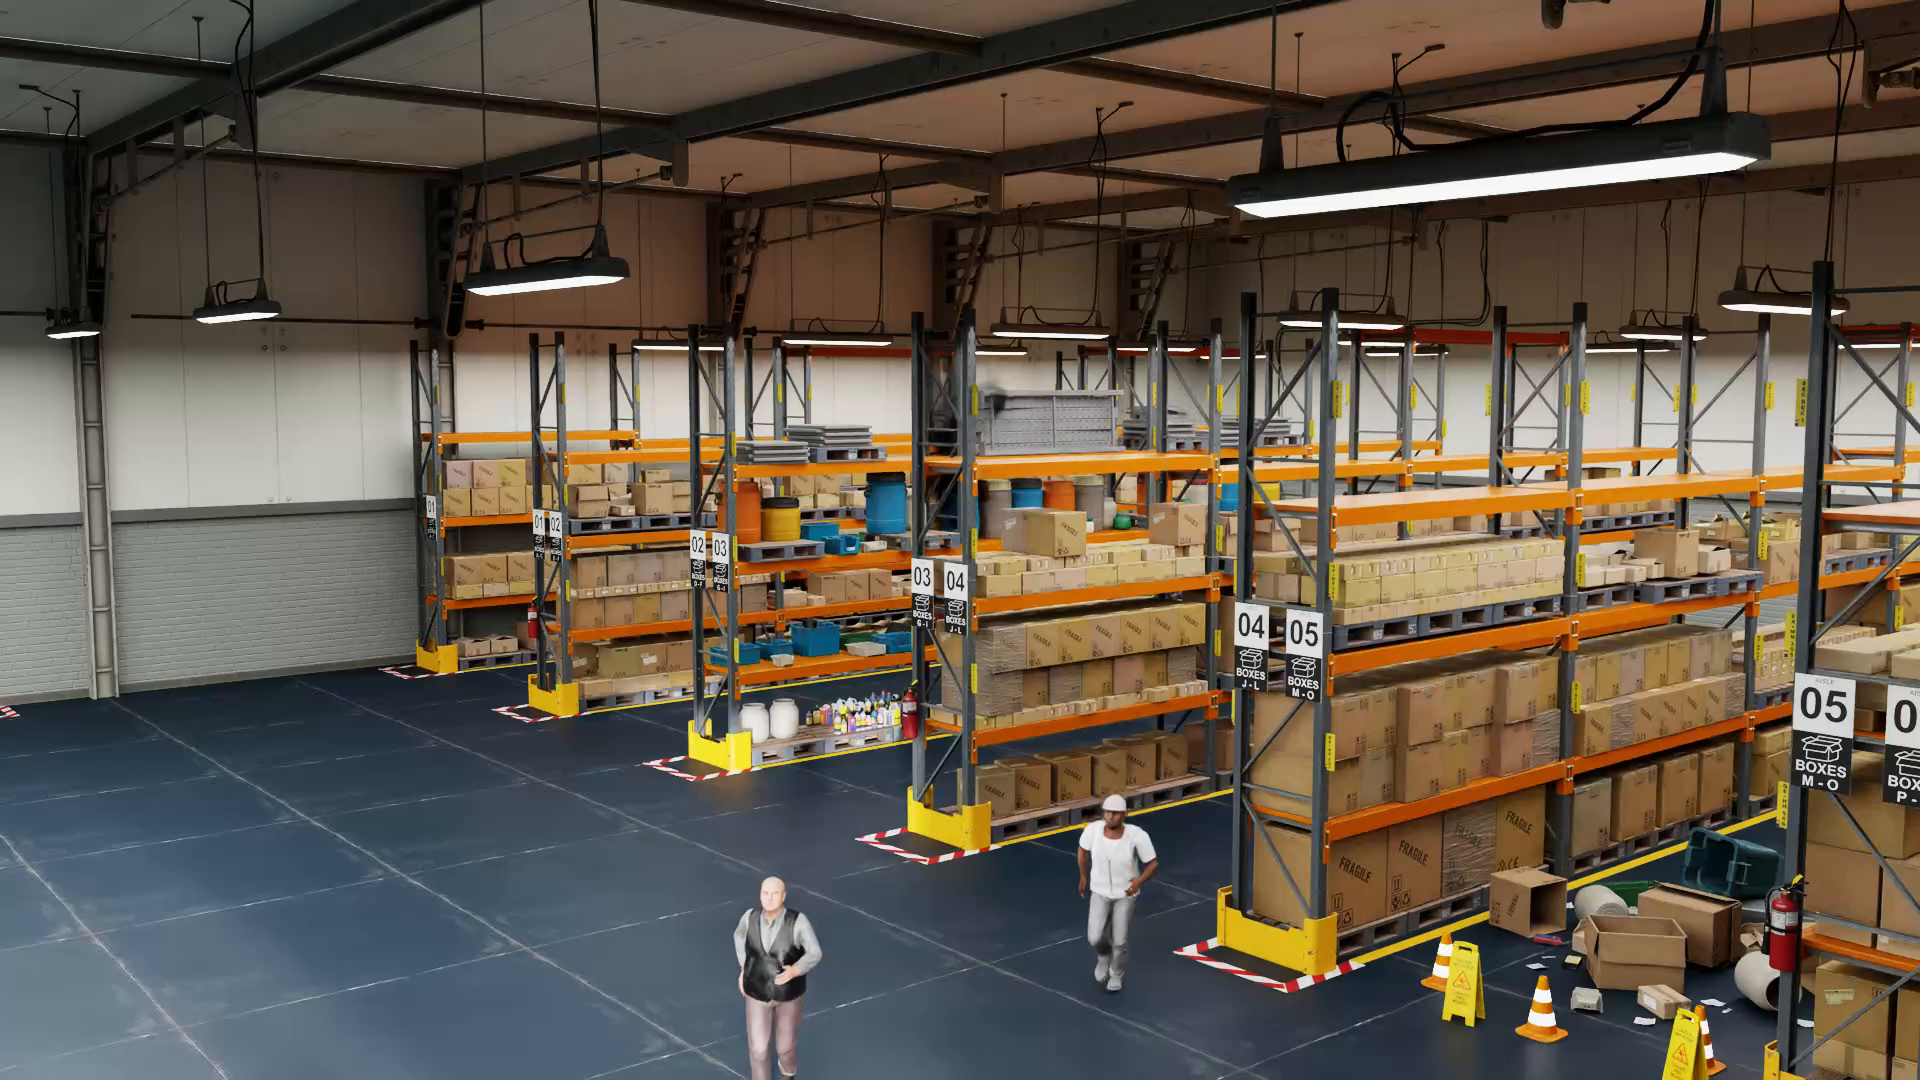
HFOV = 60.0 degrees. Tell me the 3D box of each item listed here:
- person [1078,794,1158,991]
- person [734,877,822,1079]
[{"bbox_3d":[1.315,3.005,14.124,0.720,1.718,0.592,1,5,15],"label":"person"},{"bbox_3d":[-1.289,3.219,11.713,0.653,1.741,0.879,0,5,0],"label":"person"}]
